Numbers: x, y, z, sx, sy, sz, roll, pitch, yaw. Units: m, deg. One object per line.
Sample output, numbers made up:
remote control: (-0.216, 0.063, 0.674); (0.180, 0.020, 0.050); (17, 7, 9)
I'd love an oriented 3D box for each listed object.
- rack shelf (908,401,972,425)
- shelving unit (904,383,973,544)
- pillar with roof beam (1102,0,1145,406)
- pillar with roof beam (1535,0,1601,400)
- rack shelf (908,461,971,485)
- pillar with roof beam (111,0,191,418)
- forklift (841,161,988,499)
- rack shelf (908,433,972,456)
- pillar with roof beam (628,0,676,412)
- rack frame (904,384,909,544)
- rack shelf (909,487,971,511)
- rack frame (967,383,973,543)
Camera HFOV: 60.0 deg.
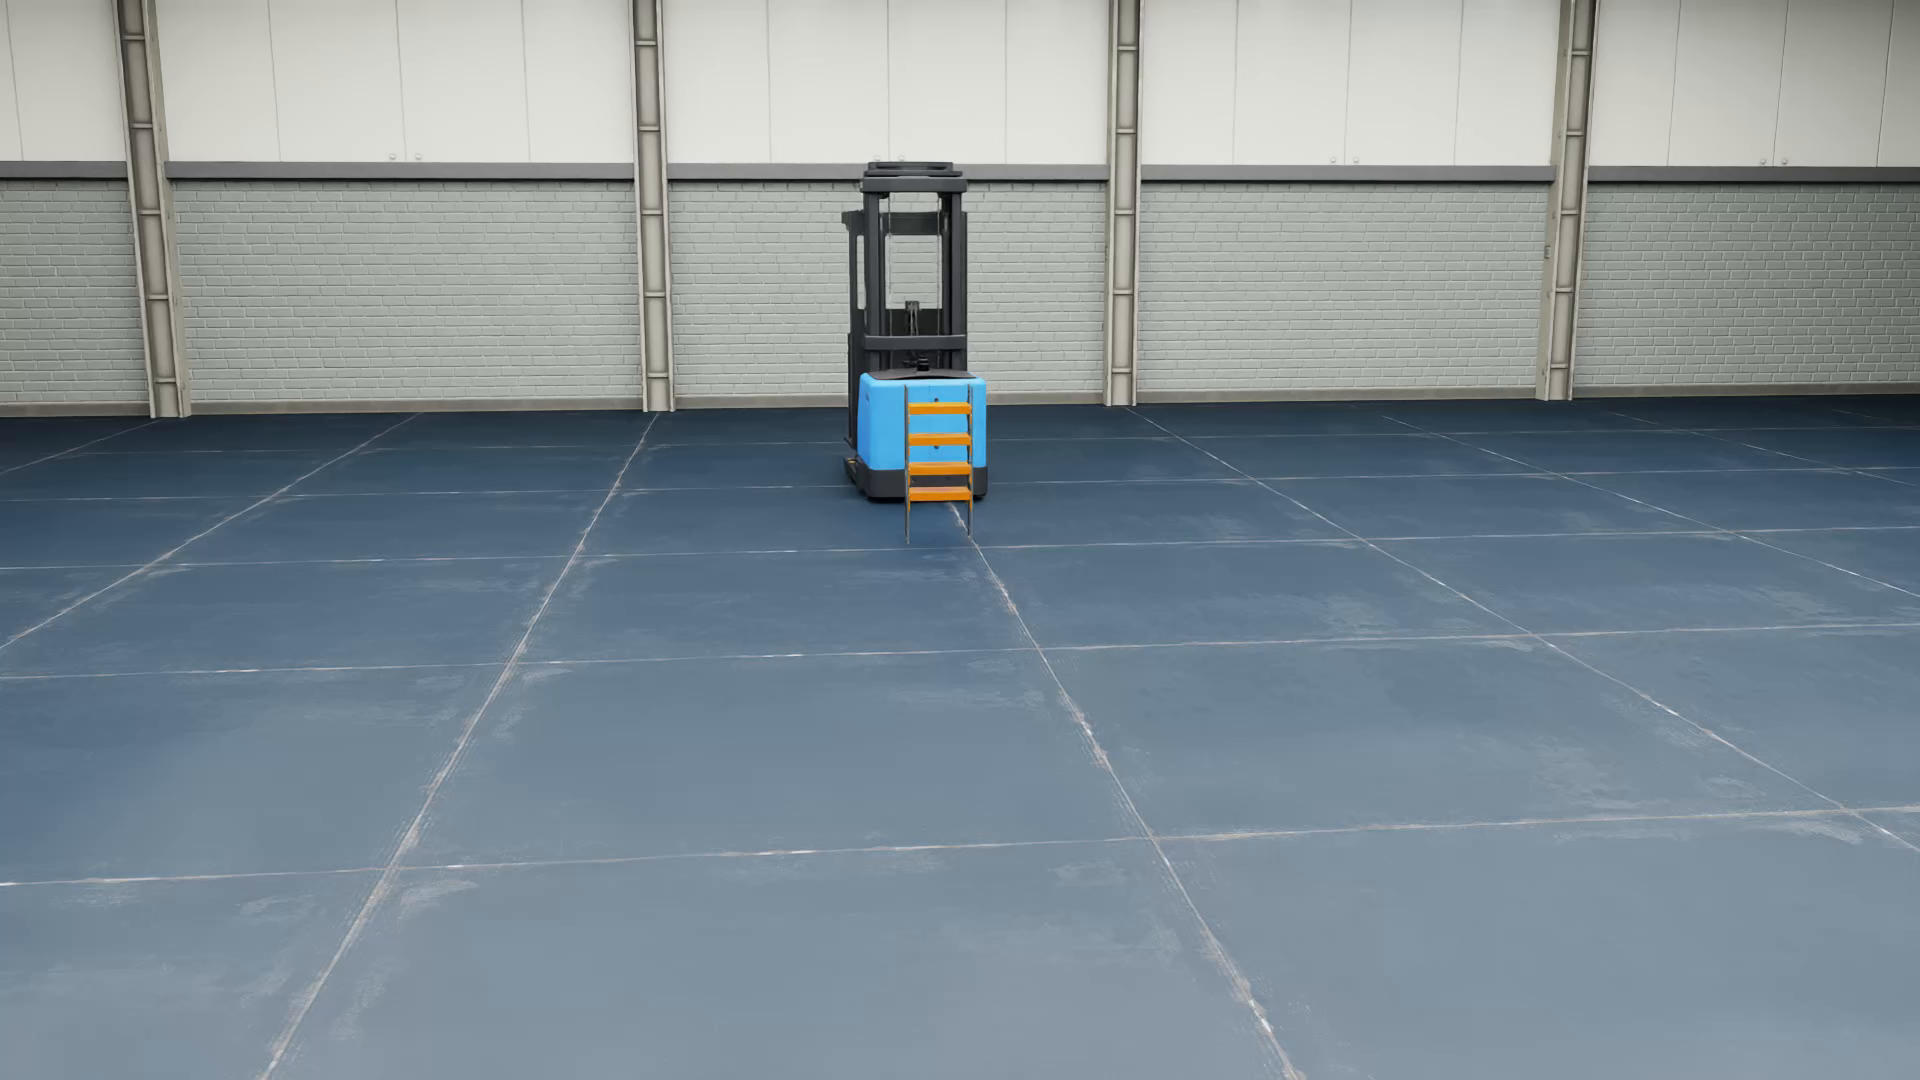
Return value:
rack shelf: (-0.165, -0.971, 12.659); (0.480, 0.148, 0.258); (-1, 11, -6)
shelving unit: (-0.165, -0.585, 12.735); (0.503, 1.200, 0.258); (-1, 11, -6)
pillar with roof beam: (2.571, -5.383, 16.922); (0.400, 9.000, 9.100); (-1, 11, -6)
pillar with roof beam: (8.536, -5.508, 17.558); (0.400, 9.000, 9.100); (-1, 11, -6)
rack shelf: (-0.165, -0.519, 12.748); (0.480, 0.148, 0.258); (-1, 11, -6)
pillar with roof beam: (-9.359, -5.133, 15.650); (0.400, 9.000, 9.100); (-1, 11, -6)
forklift: (-0.517, -2.037, 15.631); (1.130, 2.935, 3.031); (-2, 11, -10)
rack shelf: (-0.165, -0.739, 12.705); (0.480, 0.148, 0.258); (-1, 11, -6)
pillar with roof beam: (-3.394, -5.258, 16.286); (0.400, 9.000, 9.100); (-1, 11, -6)
rack frame: (-0.407, -0.580, 12.709); (0.015, 1.200, 0.240); (-1, 11, -6)
rack shelf: (-0.165, -0.324, 12.786); (0.480, 0.148, 0.258); (-1, 11, -6)
rack frame: (0.078, -0.590, 12.761); (0.015, 1.200, 0.240); (-1, 11, -6)
